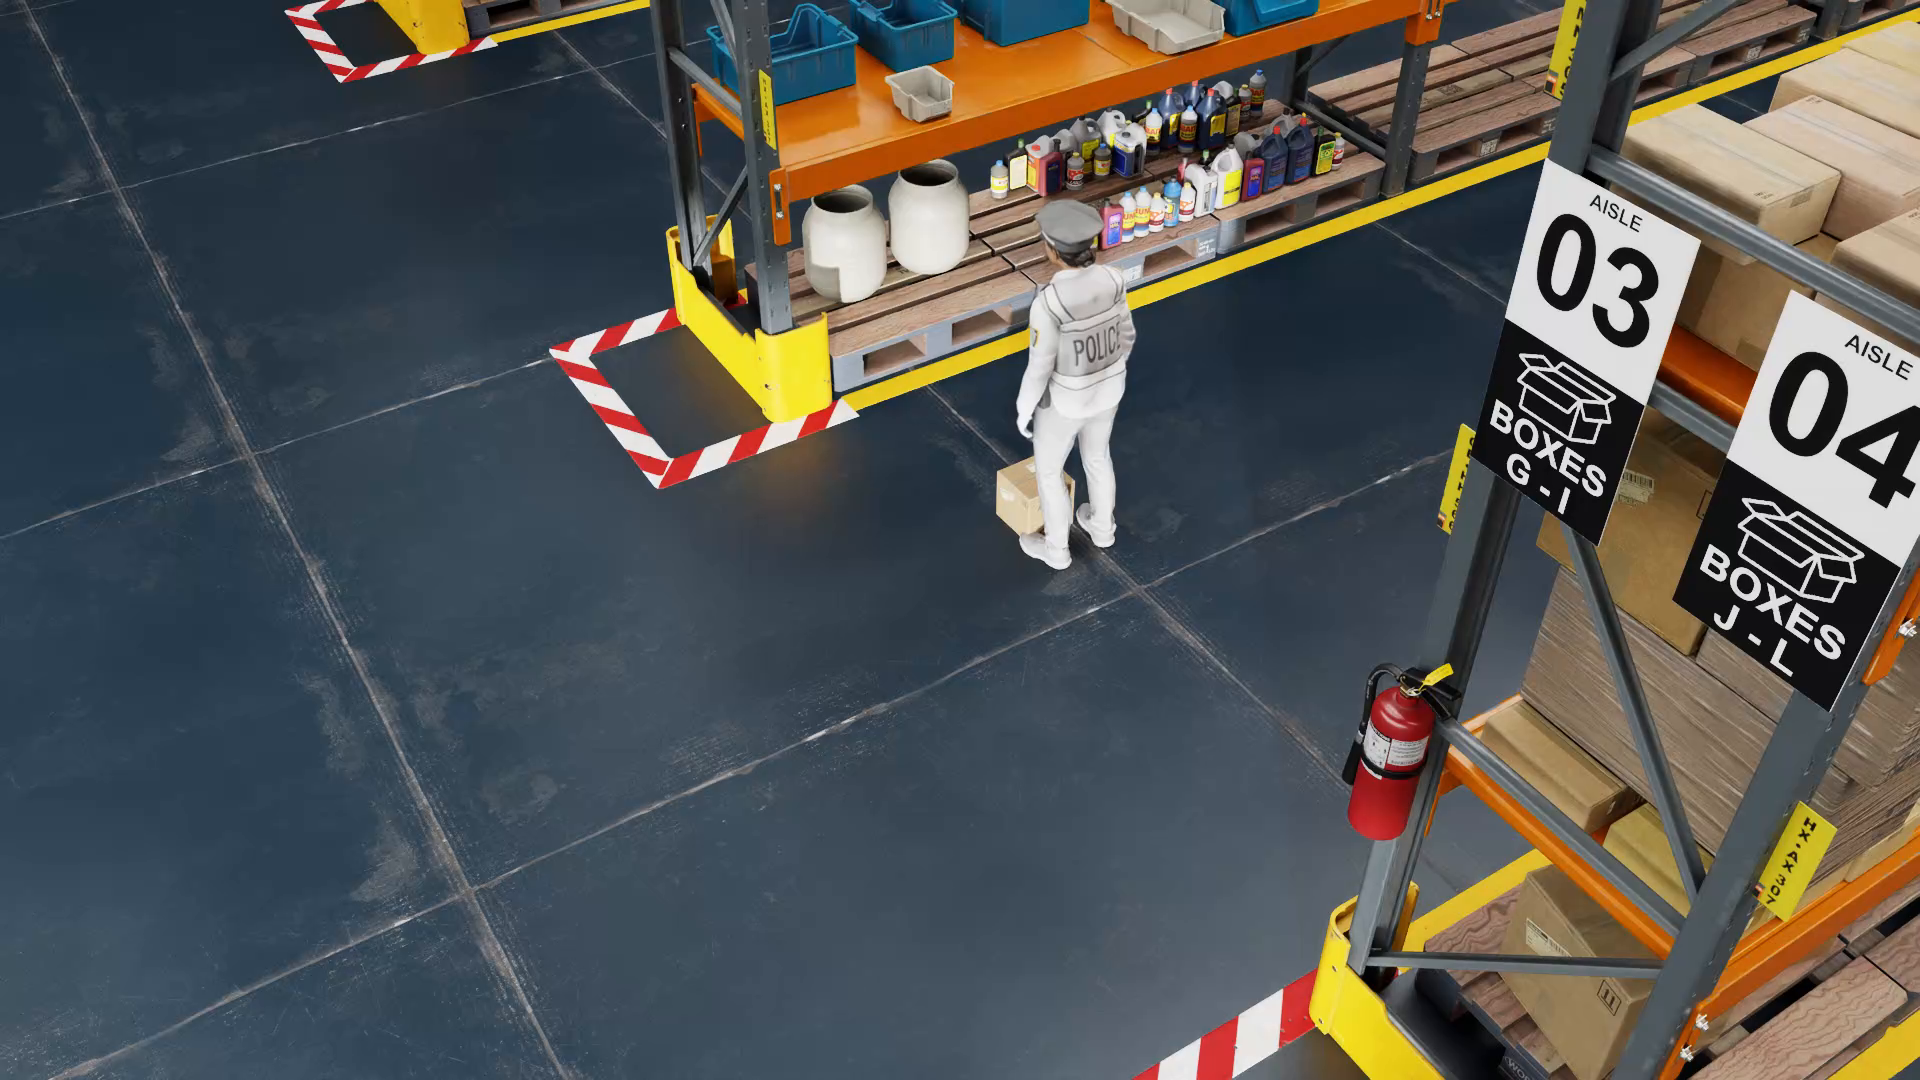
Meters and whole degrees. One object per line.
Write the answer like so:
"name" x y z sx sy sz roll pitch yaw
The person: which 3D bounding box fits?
"person" 0.465 -0.594 6.838 0.539 1.663 0.376 -24 46 -25
